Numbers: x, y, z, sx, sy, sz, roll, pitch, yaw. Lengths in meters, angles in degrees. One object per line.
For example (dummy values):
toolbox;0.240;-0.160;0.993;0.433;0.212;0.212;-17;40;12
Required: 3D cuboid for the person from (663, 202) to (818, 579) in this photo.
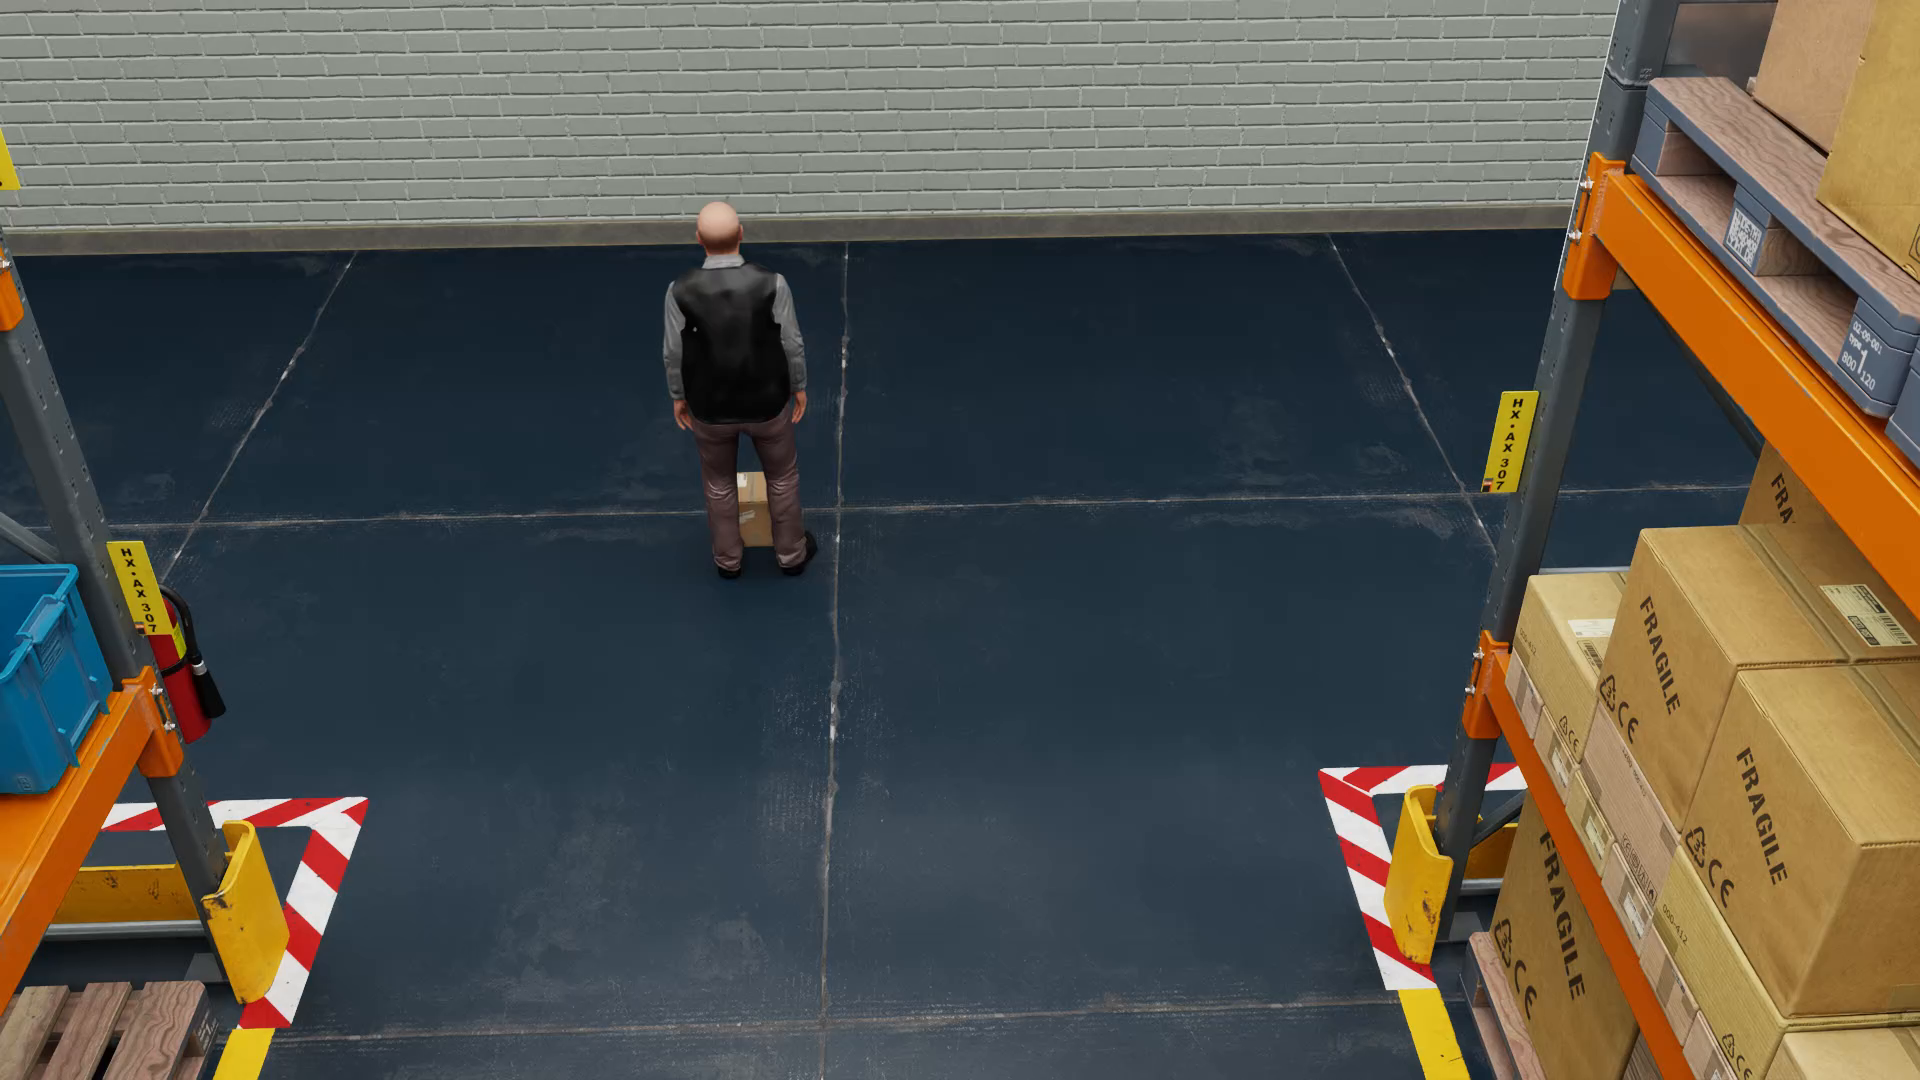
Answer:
person;-0.929;-0.581;6.997;0.583;1.719;0.425;-3;35;-5
